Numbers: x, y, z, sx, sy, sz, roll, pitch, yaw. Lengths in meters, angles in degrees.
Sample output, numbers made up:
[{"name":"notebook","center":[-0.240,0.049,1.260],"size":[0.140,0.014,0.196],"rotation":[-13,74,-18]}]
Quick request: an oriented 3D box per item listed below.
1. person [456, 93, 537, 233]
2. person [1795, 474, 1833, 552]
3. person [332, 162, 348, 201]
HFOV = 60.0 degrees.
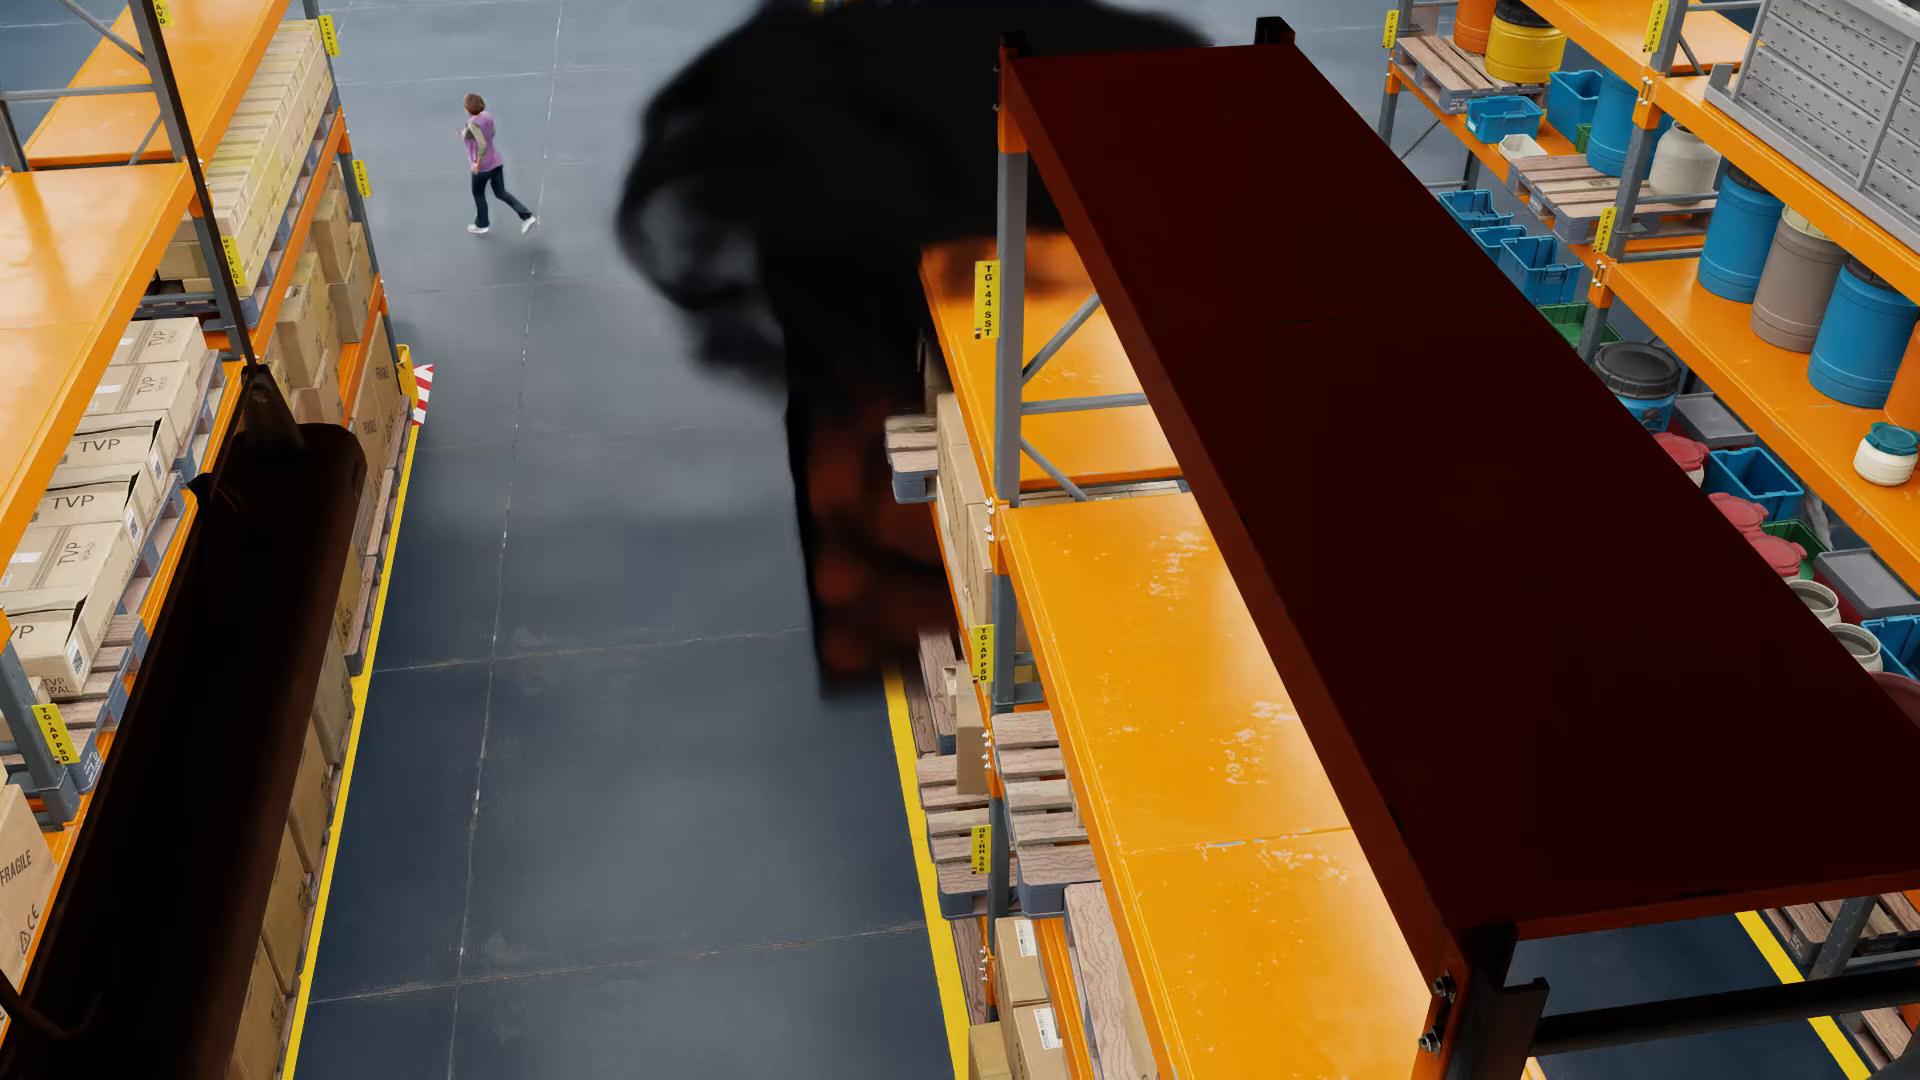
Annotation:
[{"name":"person","center":[-4.927,-3.902,17.381],"size":[0.851,1.586,0.537],"rotation":[14,39,18]},{"name":"person","center":[6.728,-0.586,12.897],"size":[0.506,1.592,0.662],"rotation":[-14,39,-18]},{"name":"person","center":[-6.179,-3.137,16.357],"size":[0.805,1.641,0.563],"rotation":[27,44,32]}]
